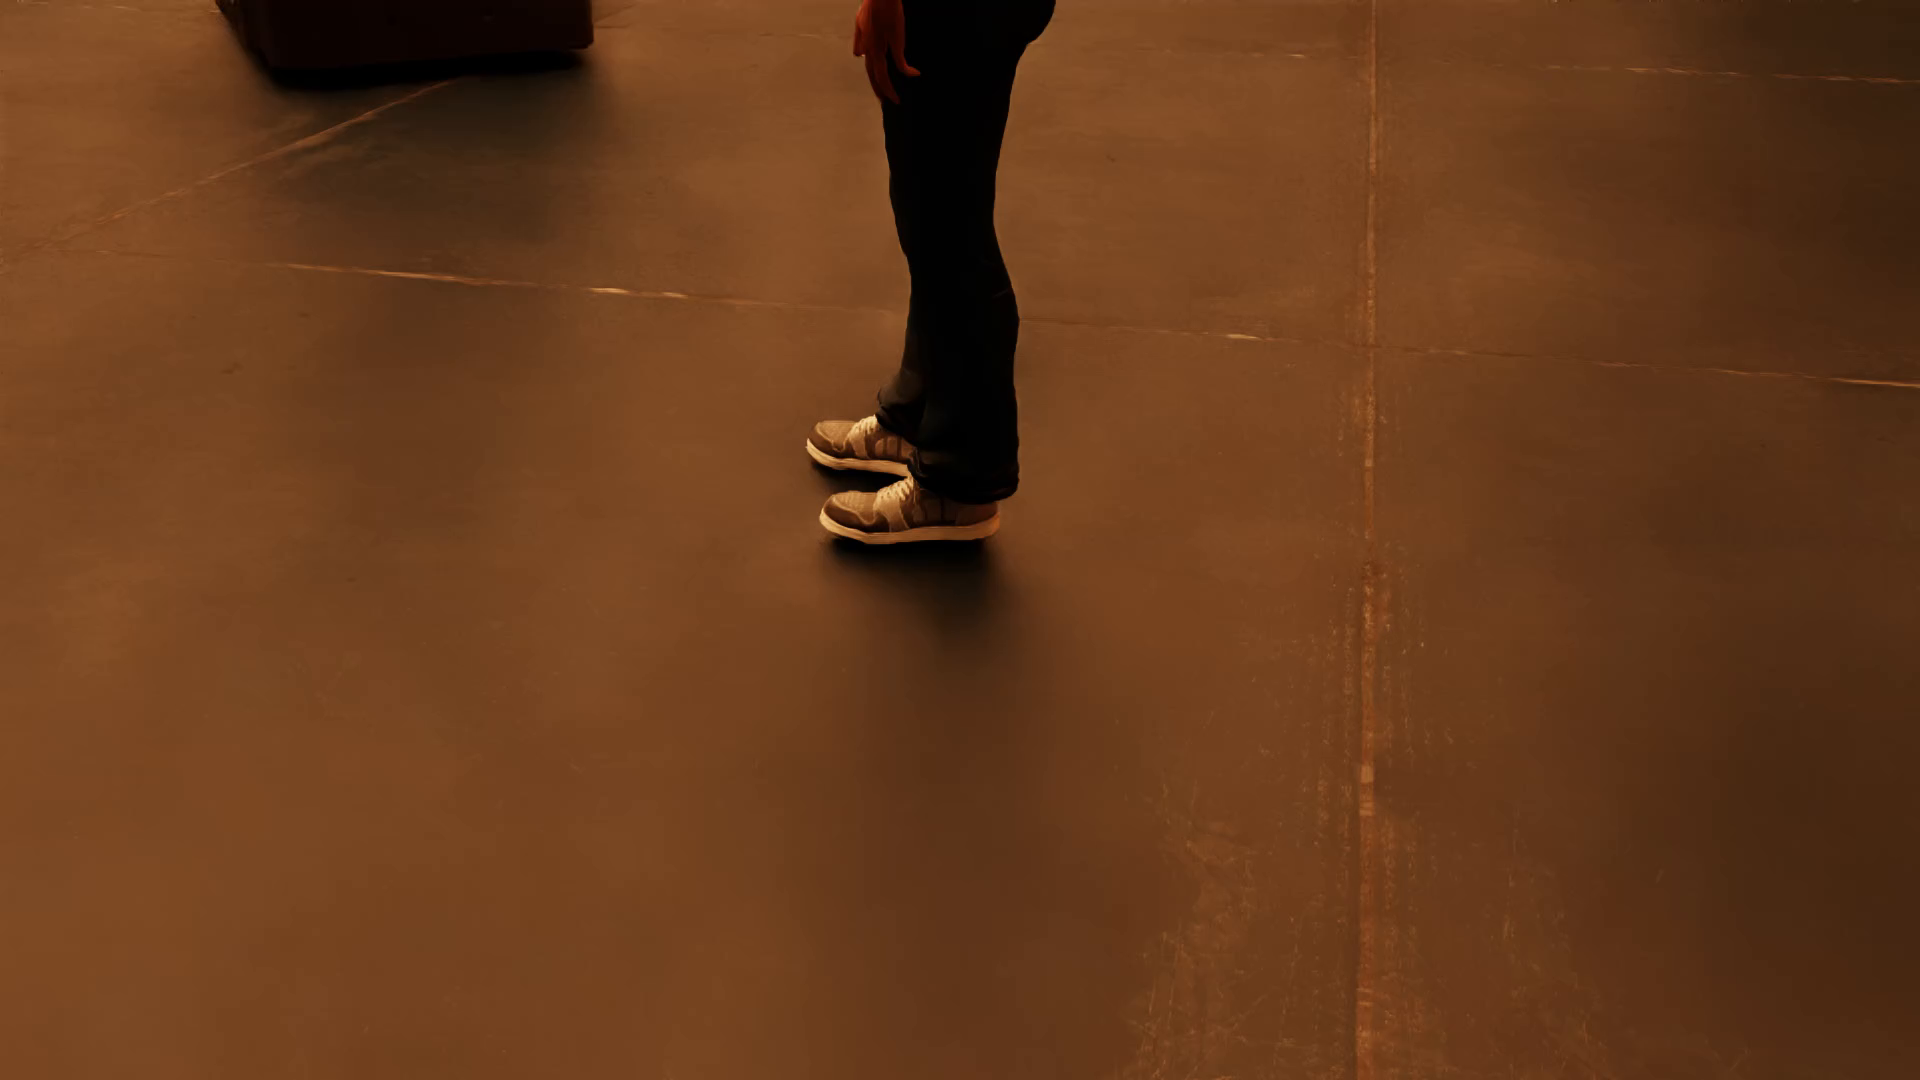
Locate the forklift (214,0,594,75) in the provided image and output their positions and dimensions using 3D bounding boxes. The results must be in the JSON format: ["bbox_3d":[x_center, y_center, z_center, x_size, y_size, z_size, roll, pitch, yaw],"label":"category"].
[{"bbox_3d":[-2.382,-3.445,6.075,1.130,2.935,3.031,-13,29,-24],"label":"forklift"}]

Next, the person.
[{"bbox_3d":[-0.069,-0.726,2.167,0.474,1.583,0.520,6,27,11],"label":"person"}]
